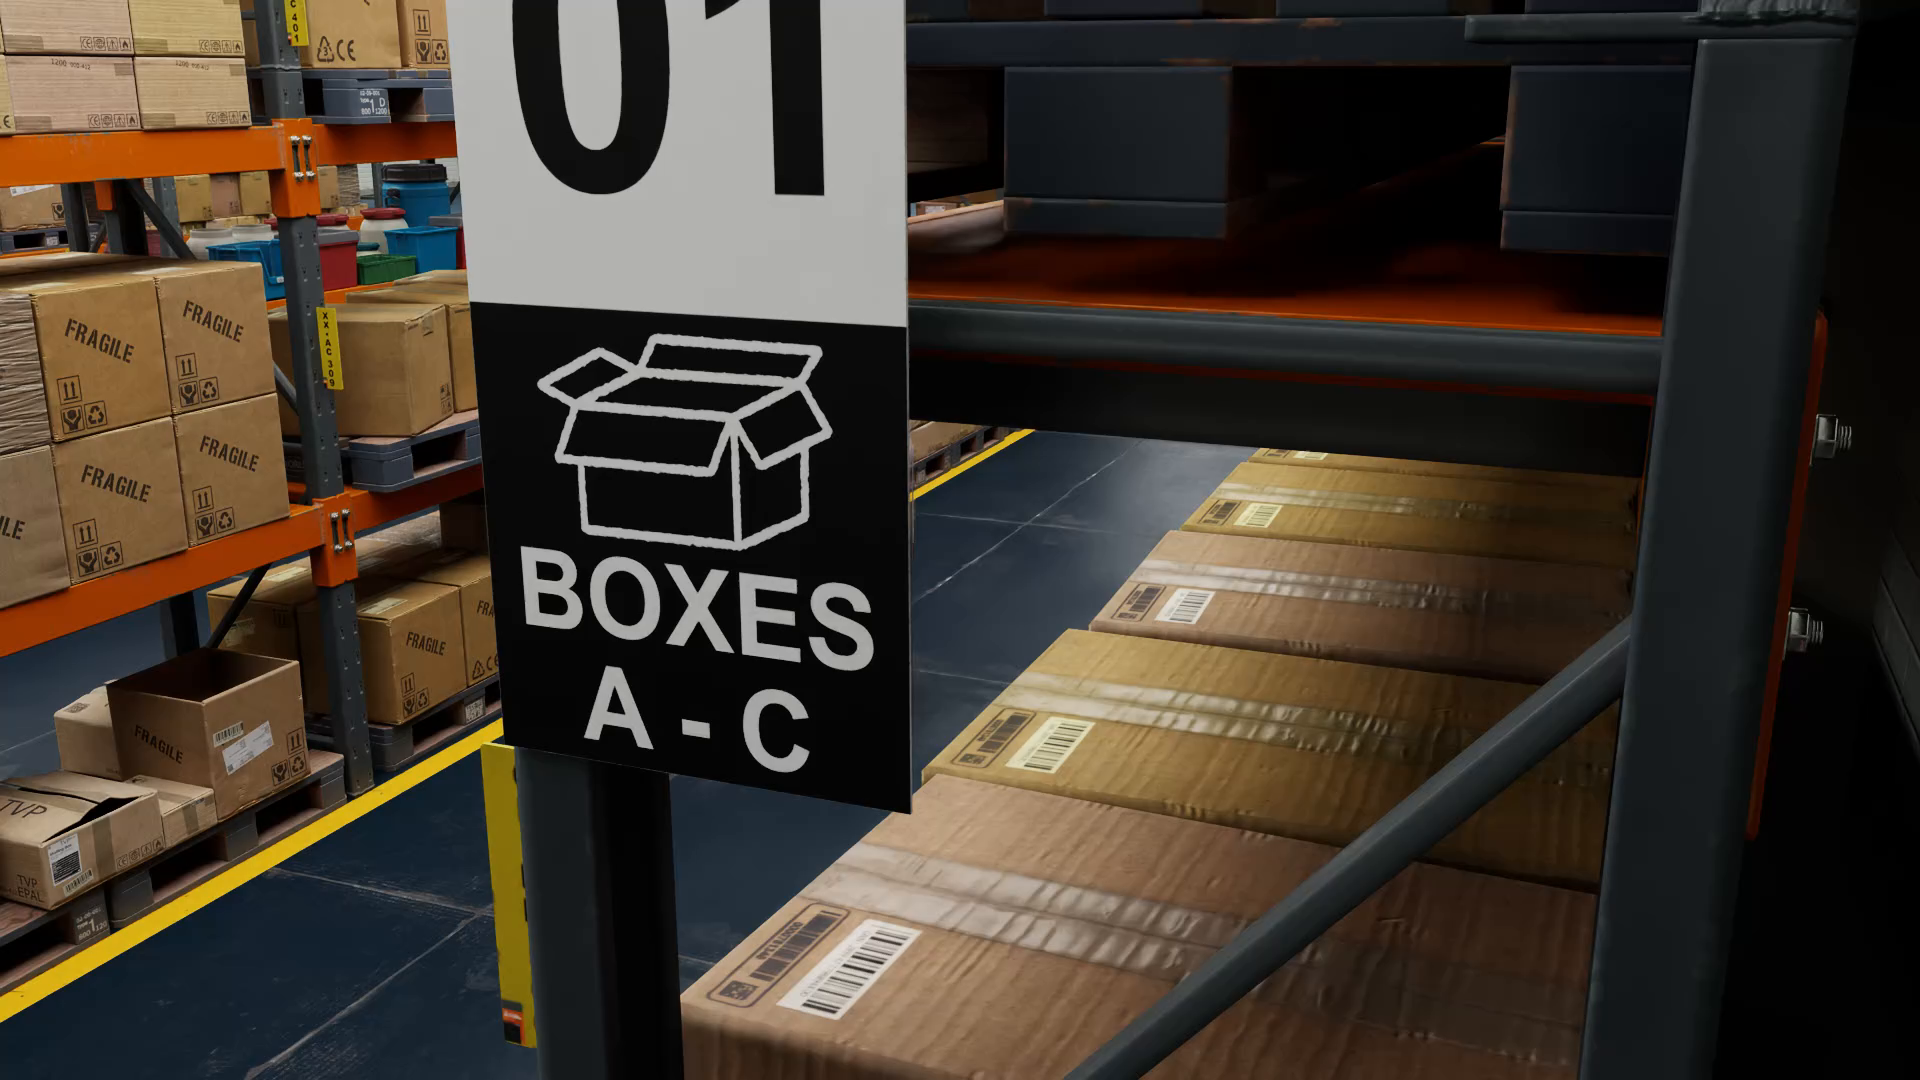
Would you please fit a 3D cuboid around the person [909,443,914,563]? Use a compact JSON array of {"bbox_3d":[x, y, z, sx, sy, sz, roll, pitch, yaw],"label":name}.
[{"bbox_3d":[-0.486,0.081,7.744,0.477,1.635,0.658,6,17,20],"label":"person"}]
